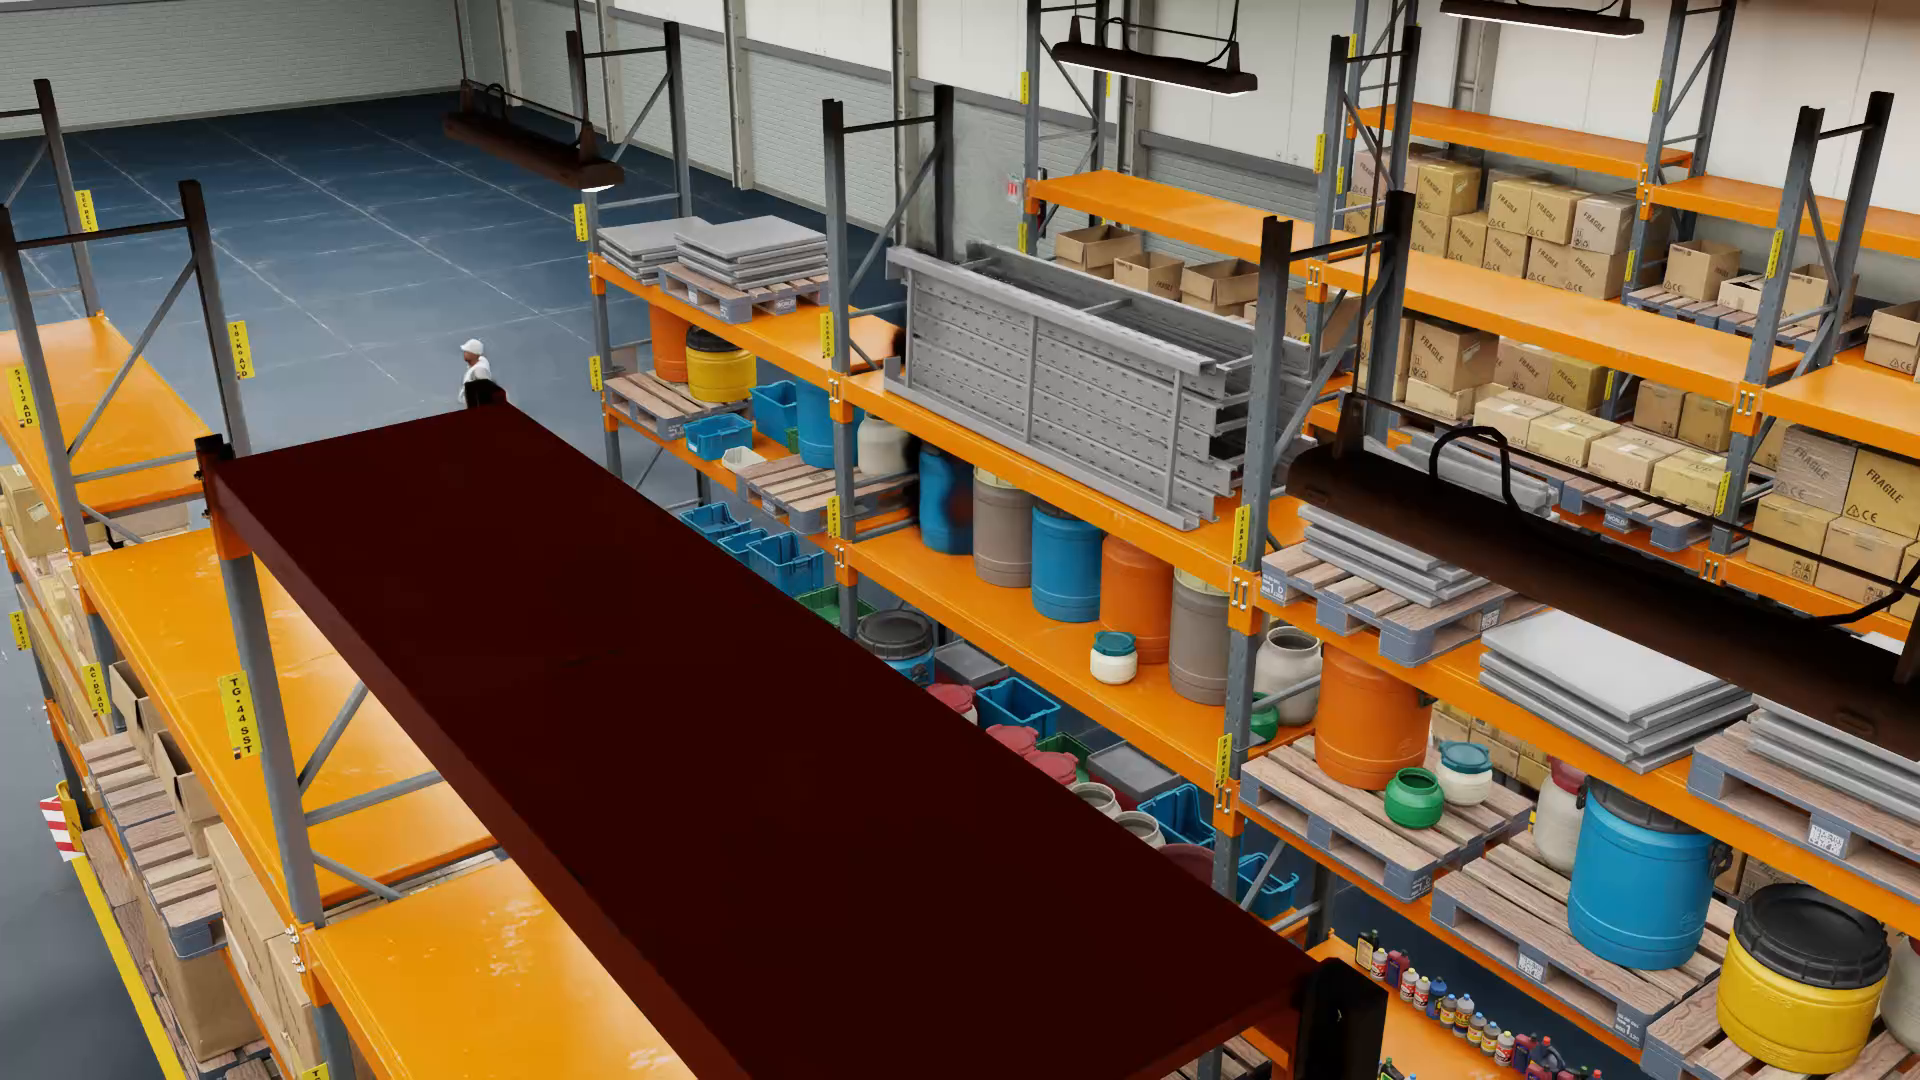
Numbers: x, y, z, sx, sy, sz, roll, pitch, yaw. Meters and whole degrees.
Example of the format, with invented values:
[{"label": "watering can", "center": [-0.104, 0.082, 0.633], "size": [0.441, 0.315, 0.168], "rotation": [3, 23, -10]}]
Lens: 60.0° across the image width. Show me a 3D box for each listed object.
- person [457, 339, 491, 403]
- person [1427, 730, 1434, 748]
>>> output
[{"label": "person", "center": [-5.865, -1.628, 20.427], "size": [0.590, 1.743, 0.686], "rotation": [-5, 25, -12]}, {"label": "person", "center": [3.043, 1.790, 12.376], "size": [0.694, 1.744, 0.642], "rotation": [-22, 32, -39]}]
